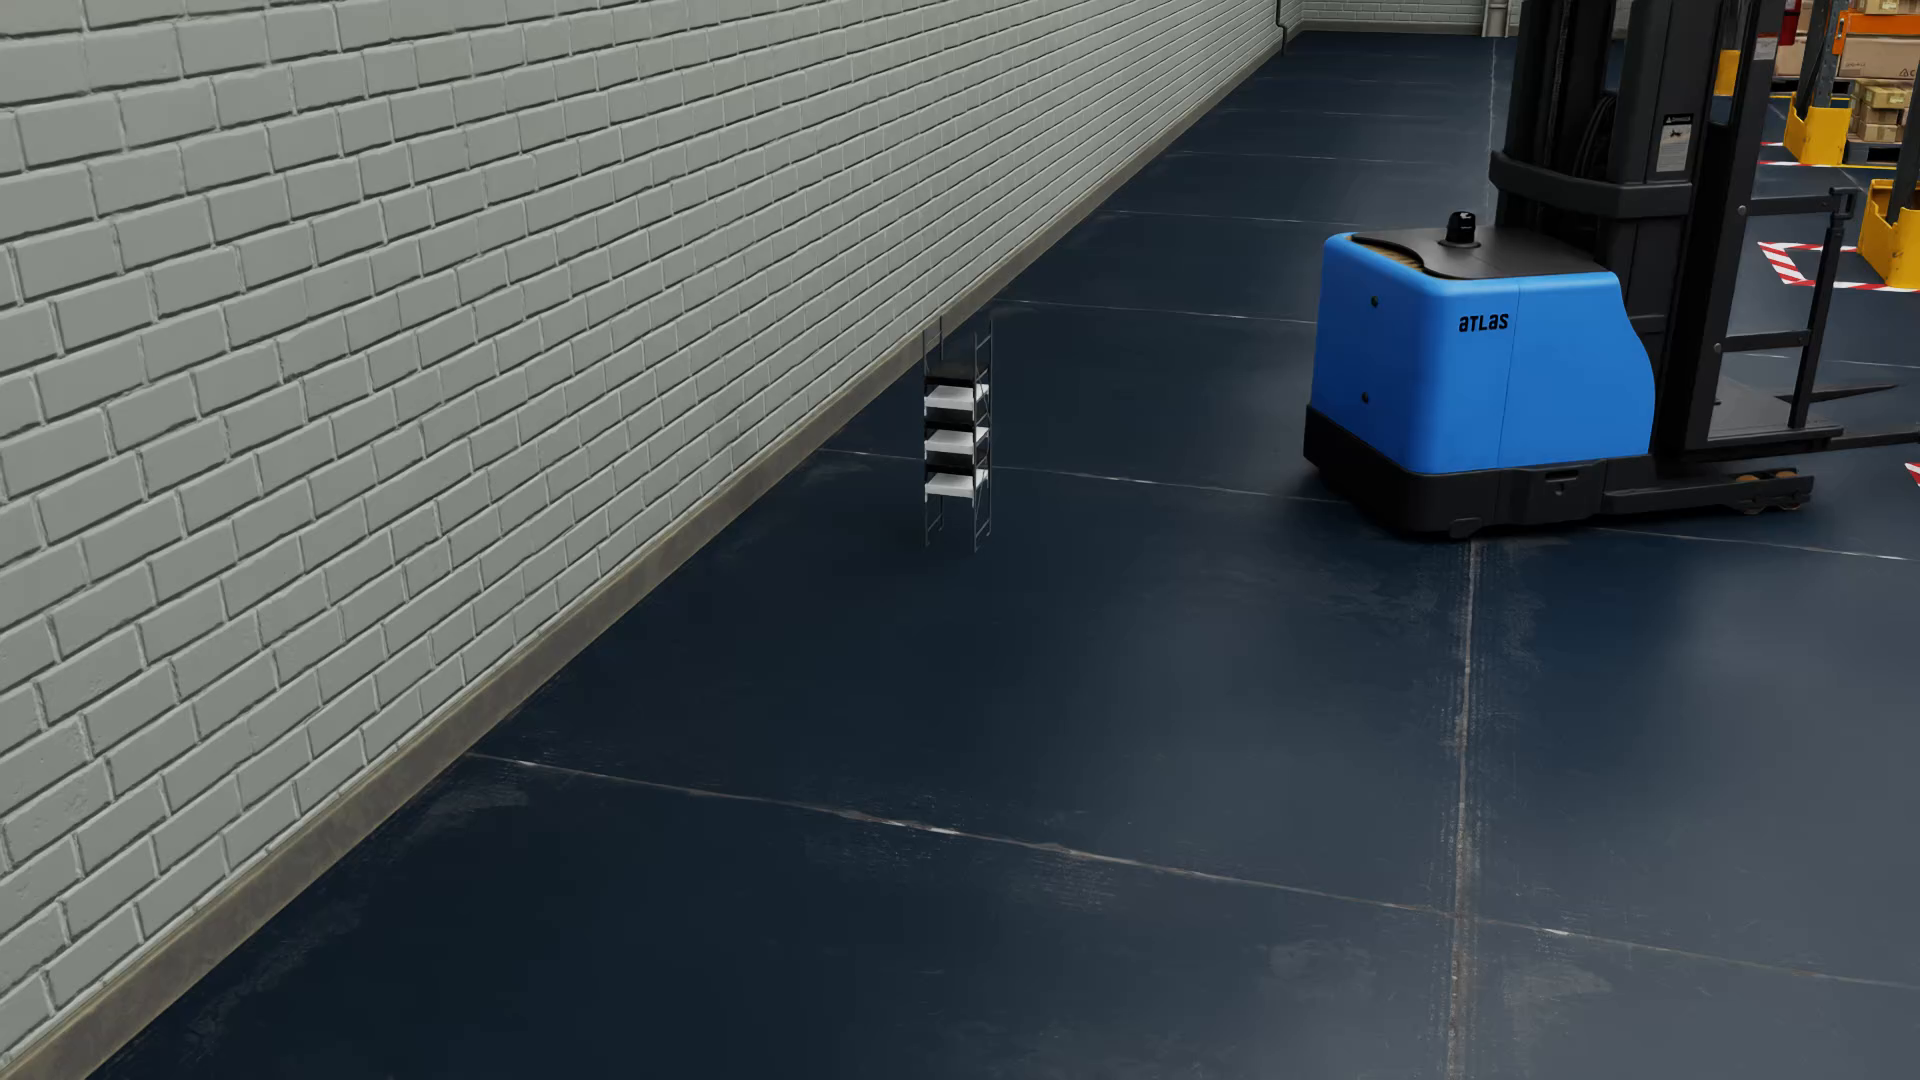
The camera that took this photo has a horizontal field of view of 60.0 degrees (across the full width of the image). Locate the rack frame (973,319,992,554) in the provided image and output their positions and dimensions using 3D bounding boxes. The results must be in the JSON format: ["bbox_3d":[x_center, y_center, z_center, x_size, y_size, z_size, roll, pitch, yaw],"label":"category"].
[{"bbox_3d":[0.090,-0.406,6.574,0.006,0.900,0.240,7,23,16],"label":"rack frame"}]

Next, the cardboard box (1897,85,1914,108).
[{"bbox_3d":[8.588,-3.983,14.946,0.250,0.149,0.380,7,23,16],"label":"cardboard box"}]

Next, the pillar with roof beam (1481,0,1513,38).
[{"bbox_3d":[7.085,-10.447,20.382,0.400,9.000,9.100,7,23,16],"label":"pillar with roof beam"}]

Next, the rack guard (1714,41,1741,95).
[{"bbox_3d":[9.196,-5.655,19.898,0.348,0.500,1.175,7,23,16],"label":"rack guard"}]

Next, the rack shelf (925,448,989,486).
[{"bbox_3d":[-0.008,-0.303,6.648,0.200,0.077,0.258,7,23,16],"label":"rack shelf"}]

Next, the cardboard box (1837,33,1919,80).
[{"bbox_3d":[10.759,-5.685,19.499,0.875,0.438,0.875,7,23,17],"label":"cardboard box"}]

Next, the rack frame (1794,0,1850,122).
[{"bbox_3d":[7.886,-4.999,15.006,0.127,3.000,1.000,7,23,16],"label":"rack frame"}]

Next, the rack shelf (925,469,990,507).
[{"bbox_3d":[-0.008,-0.220,6.682,0.200,0.077,0.258,7,23,16],"label":"rack shelf"}]

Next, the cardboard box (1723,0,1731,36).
[{"bbox_3d":[11.208,-7.551,23.961,0.637,0.503,0.797,6,23,13],"label":"cardboard box"}]

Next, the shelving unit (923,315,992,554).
[{"bbox_3d":[-0.008,-0.417,6.601,0.210,0.900,0.258,7,23,16],"label":"shelving unit"}]

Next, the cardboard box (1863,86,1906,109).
[{"bbox_3d":[8.290,-3.969,14.913,0.250,0.149,0.380,5,23,13],"label":"cardboard box"}]

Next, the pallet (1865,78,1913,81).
[{"bbox_3d":[11.172,-5.325,19.474,1.213,0.211,1.003,7,23,16],"label":"pallet"}]

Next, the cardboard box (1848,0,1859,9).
[{"bbox_3d":[8.280,-4.950,15.217,0.250,0.149,0.380,7,23,16],"label":"cardboard box"}]

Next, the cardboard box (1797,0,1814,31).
[{"bbox_3d":[12.015,-7.441,23.699,0.500,0.500,0.700,8,23,18],"label":"cardboard box"}]

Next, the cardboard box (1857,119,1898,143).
[{"bbox_3d":[8.295,-3.701,15.043,0.250,0.149,0.380,7,23,17],"label":"cardboard box"}]

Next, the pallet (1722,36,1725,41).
[{"bbox_3d":[11.486,-7.227,24.111,1.213,0.211,1.003,7,23,16],"label":"pallet"}]

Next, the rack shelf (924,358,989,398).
[{"bbox_3d":[-0.008,-0.636,6.512,0.200,0.077,0.258,7,23,16],"label":"rack shelf"}]

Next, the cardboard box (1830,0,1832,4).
[{"bbox_3d":[12.492,-7.347,23.469,0.500,0.500,0.500,7,23,17],"label":"cardboard box"}]

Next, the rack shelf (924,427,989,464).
[{"bbox_3d":[-0.008,-0.386,6.614,0.200,0.077,0.258,7,23,16],"label":"rack shelf"}]

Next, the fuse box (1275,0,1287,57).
[{"bbox_3d":[4.561,-7.570,22.970,0.414,1.711,0.539,7,23,16],"label":"fuse box"}]

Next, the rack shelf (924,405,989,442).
[{"bbox_3d":[-0.008,-0.470,6.580,0.200,0.077,0.258,7,23,16],"label":"rack shelf"}]

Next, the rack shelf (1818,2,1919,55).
[{"bbox_3d":[9.801,-4.447,14.608,4.000,0.370,1.077,7,23,16],"label":"rack shelf"}]

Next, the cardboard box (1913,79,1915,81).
[{"bbox_3d":[8.975,-4.153,15.362,0.250,0.149,0.380,6,23,14],"label":"cardboard box"}]

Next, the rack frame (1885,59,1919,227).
[{"bbox_3d":[6.357,-3.208,10.639,0.127,3.000,1.000,7,23,16],"label":"rack frame"}]

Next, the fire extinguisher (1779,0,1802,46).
[{"bbox_3d":[7.778,-4.986,15.567,0.183,0.674,0.296,7,23,16],"label":"fire extinguisher"}]

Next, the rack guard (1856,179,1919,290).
[{"bbox_3d":[6.334,-2.055,11.120,0.348,0.500,1.175,7,23,16],"label":"rack guard"}]

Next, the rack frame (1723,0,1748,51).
[{"bbox_3d":[9.219,-6.809,19.417,0.127,3.000,1.000,7,23,16],"label":"rack frame"}]

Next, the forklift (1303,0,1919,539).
[{"bbox_3d":[3.124,-1.650,6.930,3.031,2.935,1.130,-6,23,-14],"label":"forklift"}]

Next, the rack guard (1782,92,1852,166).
[{"bbox_3d":[7.959,-3.835,15.460,0.348,0.500,1.175,7,23,16],"label":"rack guard"}]

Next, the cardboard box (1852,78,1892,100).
[{"bbox_3d":[8.466,-4.184,15.437,0.250,0.149,0.380,7,23,16],"label":"cardboard box"}]

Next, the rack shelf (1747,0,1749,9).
[{"bbox_3d":[11.134,-6.257,19.019,4.000,0.370,1.077,7,23,16],"label":"rack shelf"}]

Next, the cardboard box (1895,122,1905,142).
[{"bbox_3d":[8.570,-3.702,15.046,0.250,0.149,0.380,6,23,15],"label":"cardboard box"}]

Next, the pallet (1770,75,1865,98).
[{"bbox_3d":[10.007,-5.460,19.802,1.213,0.211,1.003,7,23,16],"label":"pallet"}]

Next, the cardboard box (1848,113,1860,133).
[{"bbox_3d":[8.450,-3.893,15.511,0.250,0.149,0.380,7,23,16],"label":"cardboard box"}]

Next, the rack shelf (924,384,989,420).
[{"bbox_3d":[-0.008,-0.553,6.546,0.200,0.077,0.258,7,23,16],"label":"rack shelf"}]

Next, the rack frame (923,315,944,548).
[{"bbox_3d":[-0.105,-0.428,6.629,0.006,0.900,0.240,7,23,16],"label":"rack frame"}]

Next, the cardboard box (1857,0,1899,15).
[{"bbox_3d":[8.102,-4.729,14.676,0.250,0.149,0.380,6,23,15],"label":"cardboard box"}]

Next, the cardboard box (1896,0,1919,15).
[{"bbox_3d":[8.357,-4.716,14.645,0.250,0.149,0.380,7,23,17],"label":"cardboard box"}]

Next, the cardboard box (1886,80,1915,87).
[{"bbox_3d":[8.690,-4.136,15.319,0.250,0.149,0.380,7,23,17],"label":"cardboard box"}]

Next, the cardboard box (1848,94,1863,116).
[{"bbox_3d":[8.474,-4.058,15.522,0.250,0.149,0.380,6,23,14],"label":"cardboard box"}]

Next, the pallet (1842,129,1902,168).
[{"bbox_3d":[8.727,-3.599,15.266,1.213,0.211,1.003,7,23,16],"label":"pallet"}]

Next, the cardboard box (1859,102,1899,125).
[{"bbox_3d":[8.314,-3.862,15.043,0.250,0.149,0.380,8,23,18],"label":"cardboard box"}]

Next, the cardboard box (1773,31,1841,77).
[{"bbox_3d":[9.880,-5.782,19.736,0.875,0.438,0.875,6,23,14],"label":"cardboard box"}]

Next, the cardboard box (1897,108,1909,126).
[{"bbox_3d":[8.560,-3.811,14.920,0.250,0.149,0.380,6,23,15],"label":"cardboard box"}]
